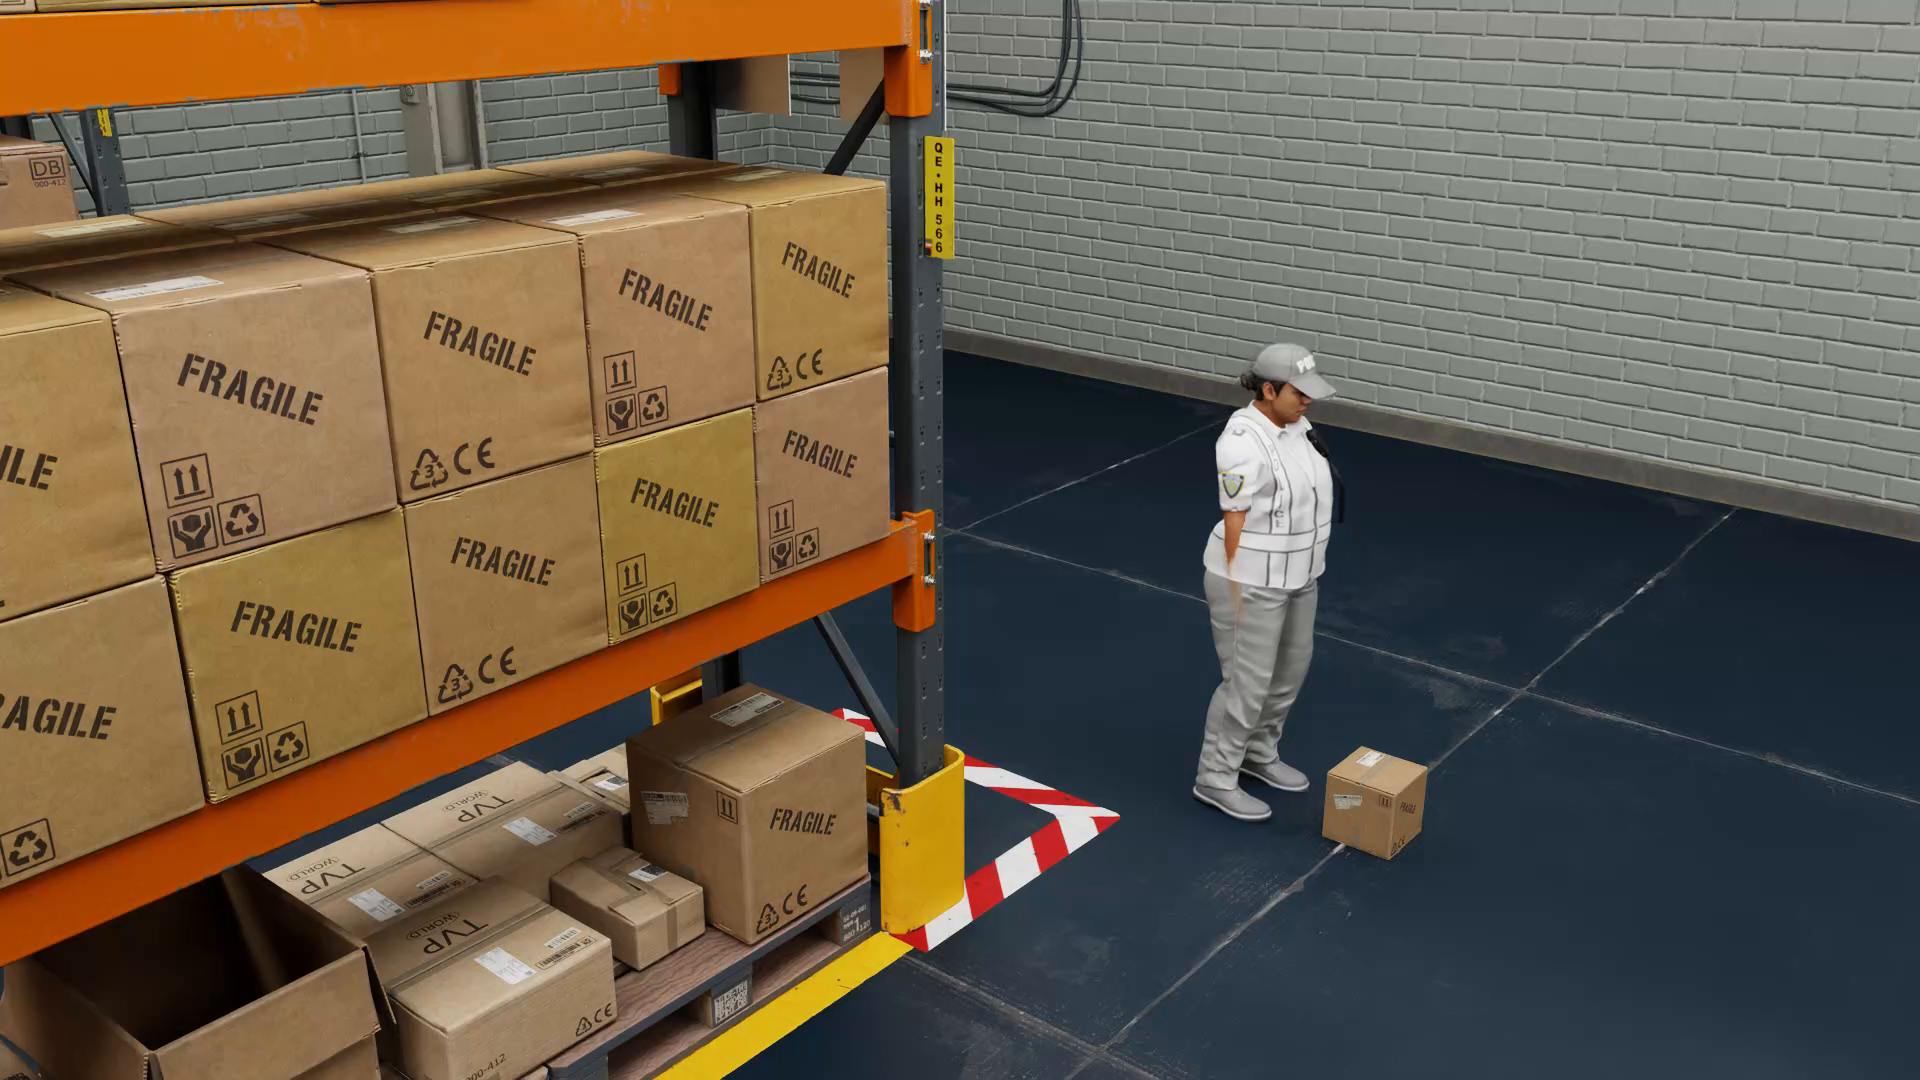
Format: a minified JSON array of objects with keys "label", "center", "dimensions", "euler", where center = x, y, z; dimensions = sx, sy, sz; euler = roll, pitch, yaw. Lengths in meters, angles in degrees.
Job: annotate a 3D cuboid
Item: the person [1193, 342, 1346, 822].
[{"label":"person","center":[1.066,0.132,5.734],"dimensions":[0.390,1.659,0.470],"euler":[17,26,37]}]
